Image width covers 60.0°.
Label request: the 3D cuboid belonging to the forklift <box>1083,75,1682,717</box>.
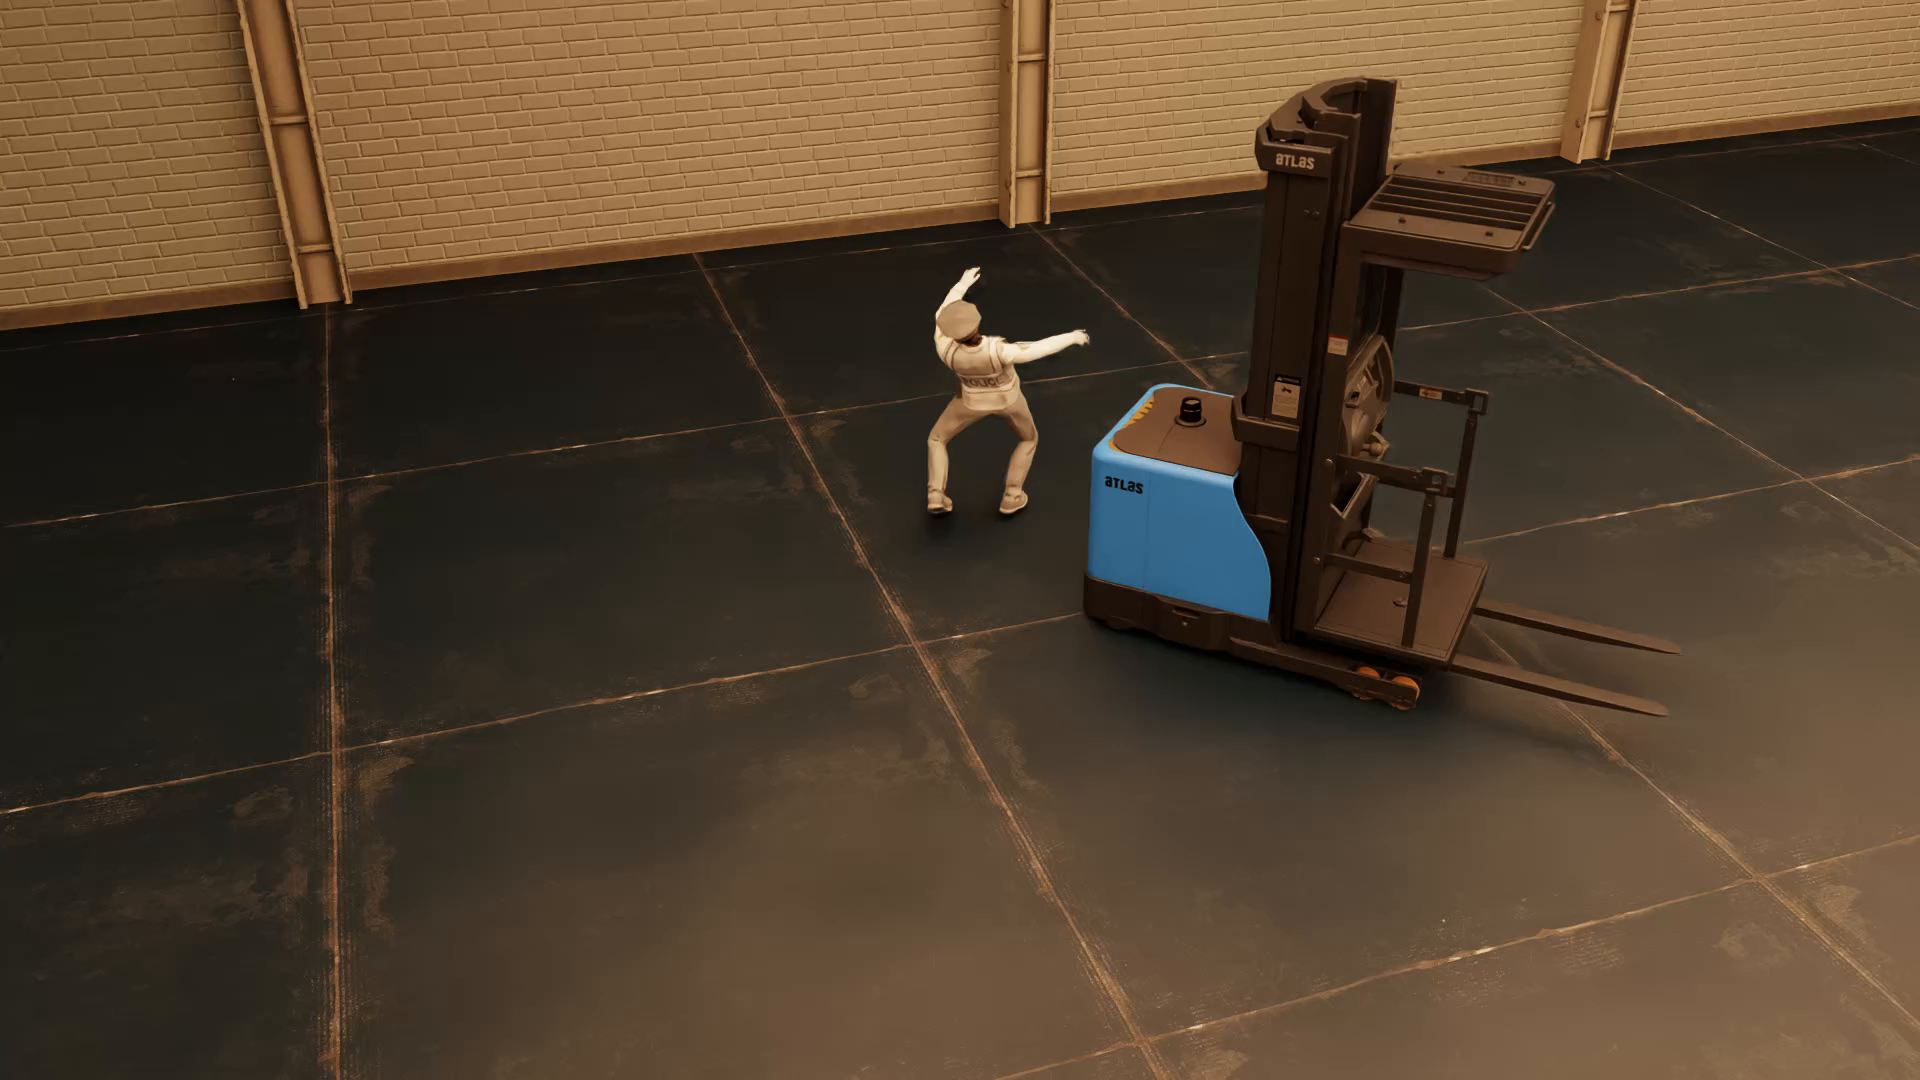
[{"bbox_3d":[2.235,-0.706,8.313,3.031,2.935,1.130,14,33,23],"label":"forklift"}]

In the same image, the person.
[{"bbox_3d":[0.291,-0.826,9.977,1.001,1.458,0.744,-1,30,-2],"label":"person"}]
